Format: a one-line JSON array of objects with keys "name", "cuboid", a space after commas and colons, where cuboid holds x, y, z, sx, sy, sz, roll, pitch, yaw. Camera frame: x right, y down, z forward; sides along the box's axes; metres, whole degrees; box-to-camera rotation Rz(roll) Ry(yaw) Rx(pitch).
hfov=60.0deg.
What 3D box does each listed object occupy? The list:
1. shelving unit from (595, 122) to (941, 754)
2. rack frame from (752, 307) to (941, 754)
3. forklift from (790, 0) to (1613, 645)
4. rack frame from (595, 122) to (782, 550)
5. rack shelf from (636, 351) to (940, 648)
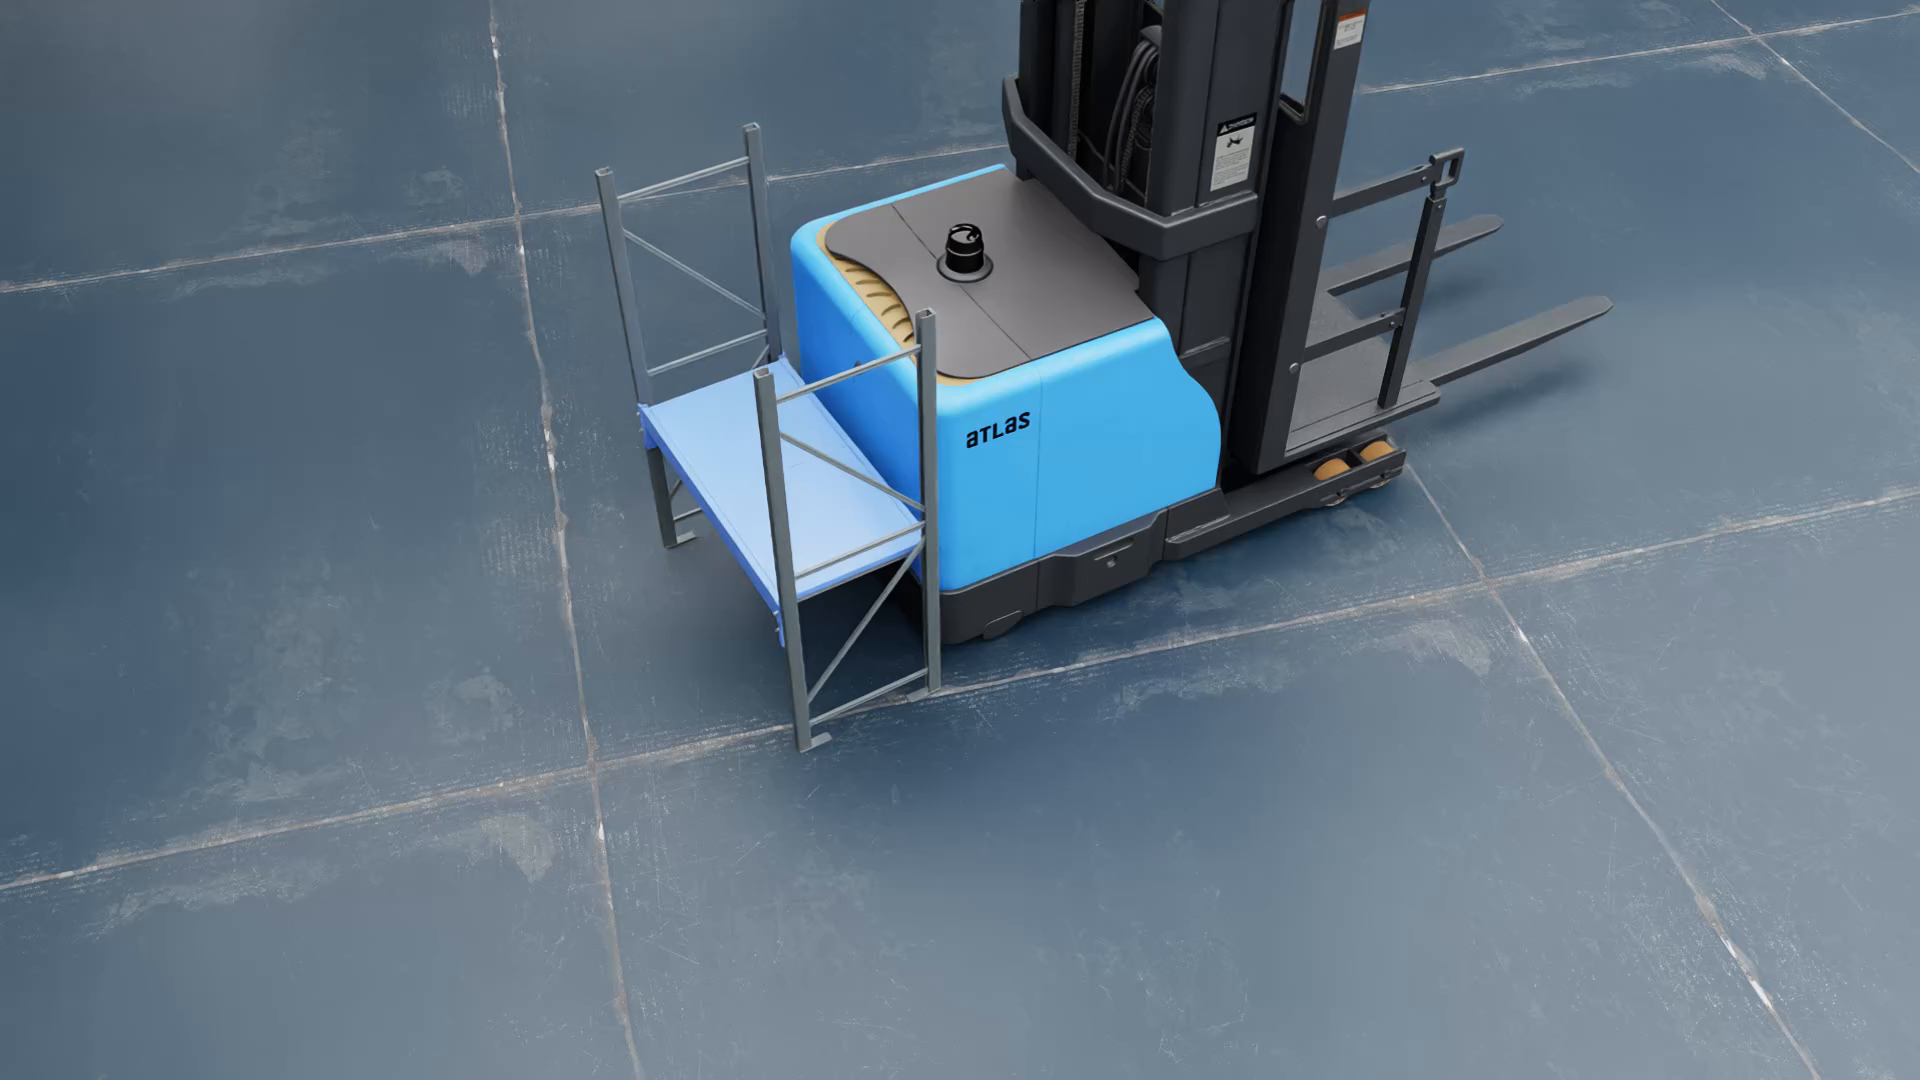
[{"name": "shelving unit", "cuboid": [-0.543, -0.279, 4.974, 0.538, 1.500, 1.048, -23, 50, -21]}, {"name": "rack frame", "cuboid": [-0.284, 0.033, 4.668, 0.500, 1.500, 0.032, -23, 50, -21]}, {"name": "forklift", "cuboid": [0.995, -1.458, 5.127, 3.031, 2.935, 1.130, -21, 49, -20]}, {"name": "rack frame", "cuboid": [-0.802, -0.592, 5.280, 0.500, 1.500, 0.032, -23, 50, -21]}, {"name": "rack shelf", "cuboid": [-0.543, -0.154, 5.102, 0.538, 0.185, 1.000, -23, 50, -21]}]
